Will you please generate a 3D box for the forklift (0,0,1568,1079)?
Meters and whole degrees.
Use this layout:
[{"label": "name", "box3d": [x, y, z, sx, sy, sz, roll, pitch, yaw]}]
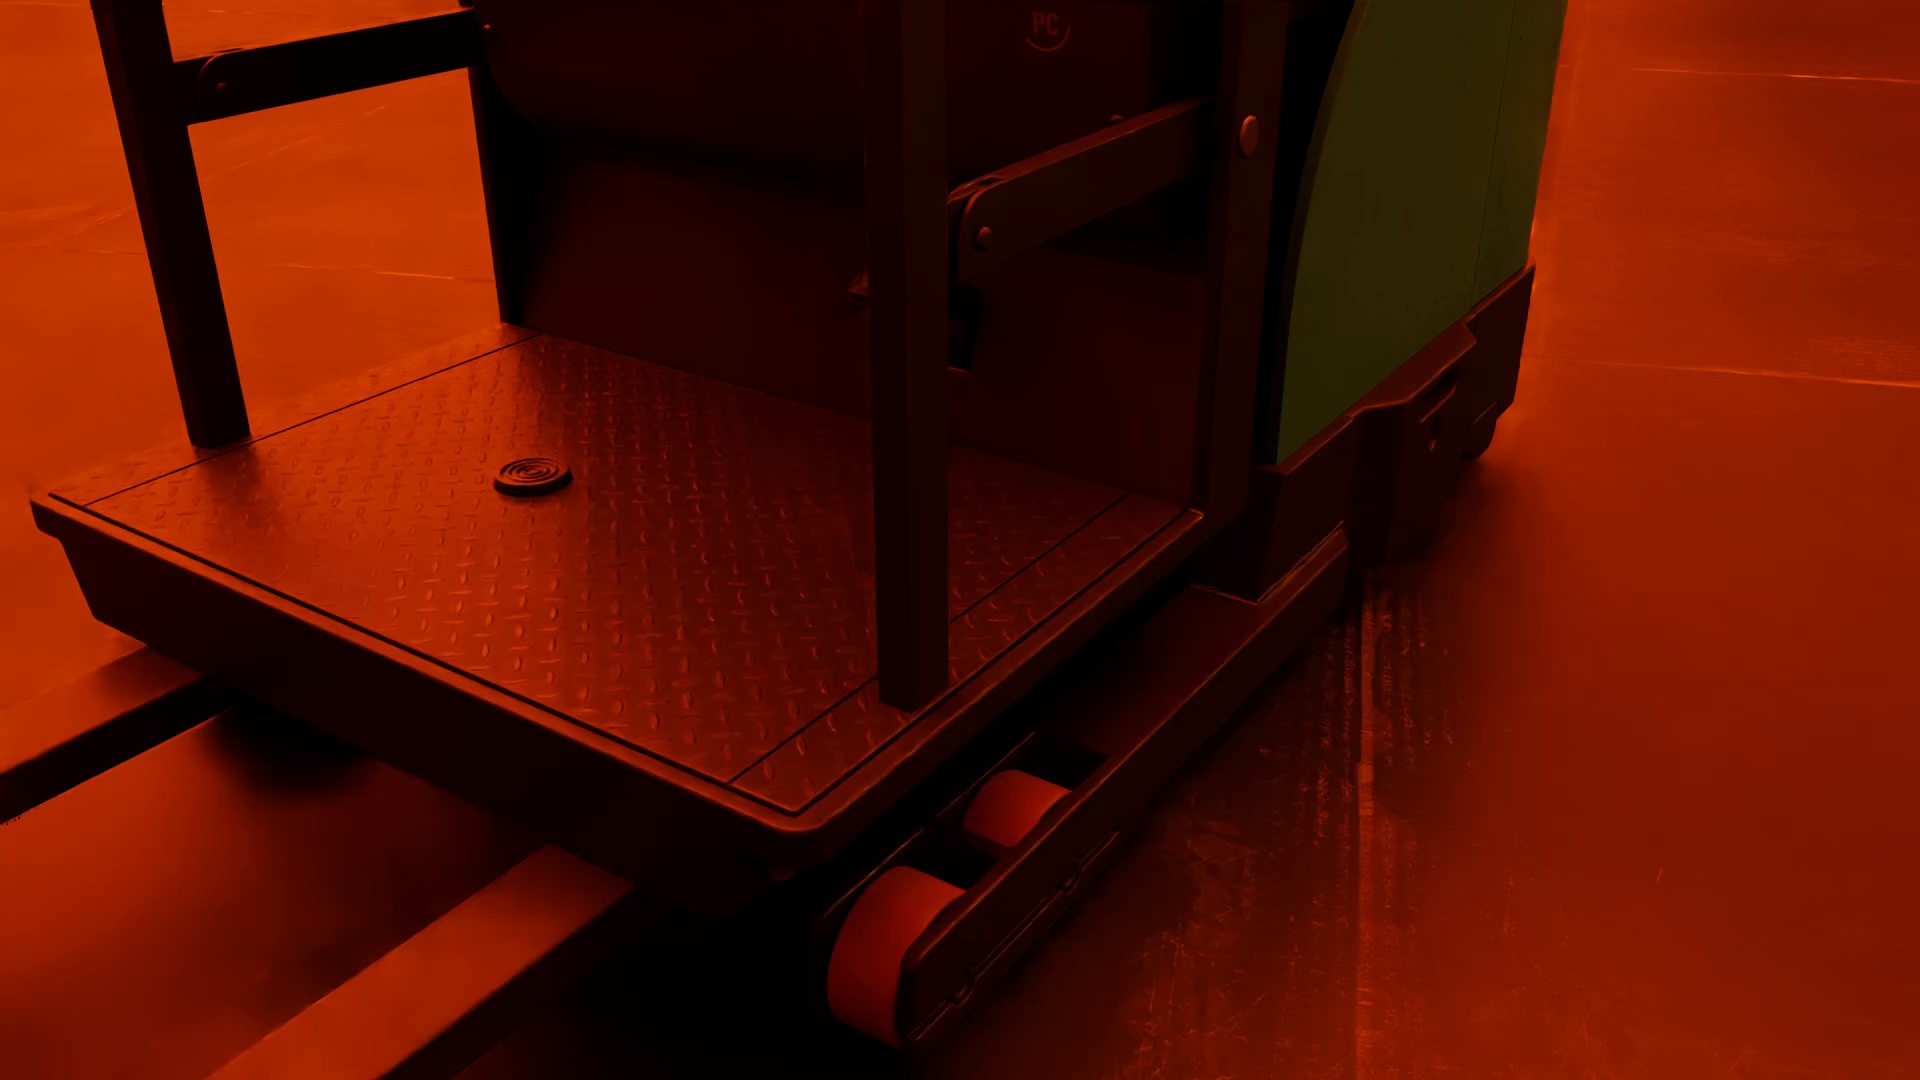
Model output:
[{"label": "forklift", "box3d": [-0.301, -1.077, 1.382, 1.130, 2.935, 3.031, 17, 31, 30]}]
